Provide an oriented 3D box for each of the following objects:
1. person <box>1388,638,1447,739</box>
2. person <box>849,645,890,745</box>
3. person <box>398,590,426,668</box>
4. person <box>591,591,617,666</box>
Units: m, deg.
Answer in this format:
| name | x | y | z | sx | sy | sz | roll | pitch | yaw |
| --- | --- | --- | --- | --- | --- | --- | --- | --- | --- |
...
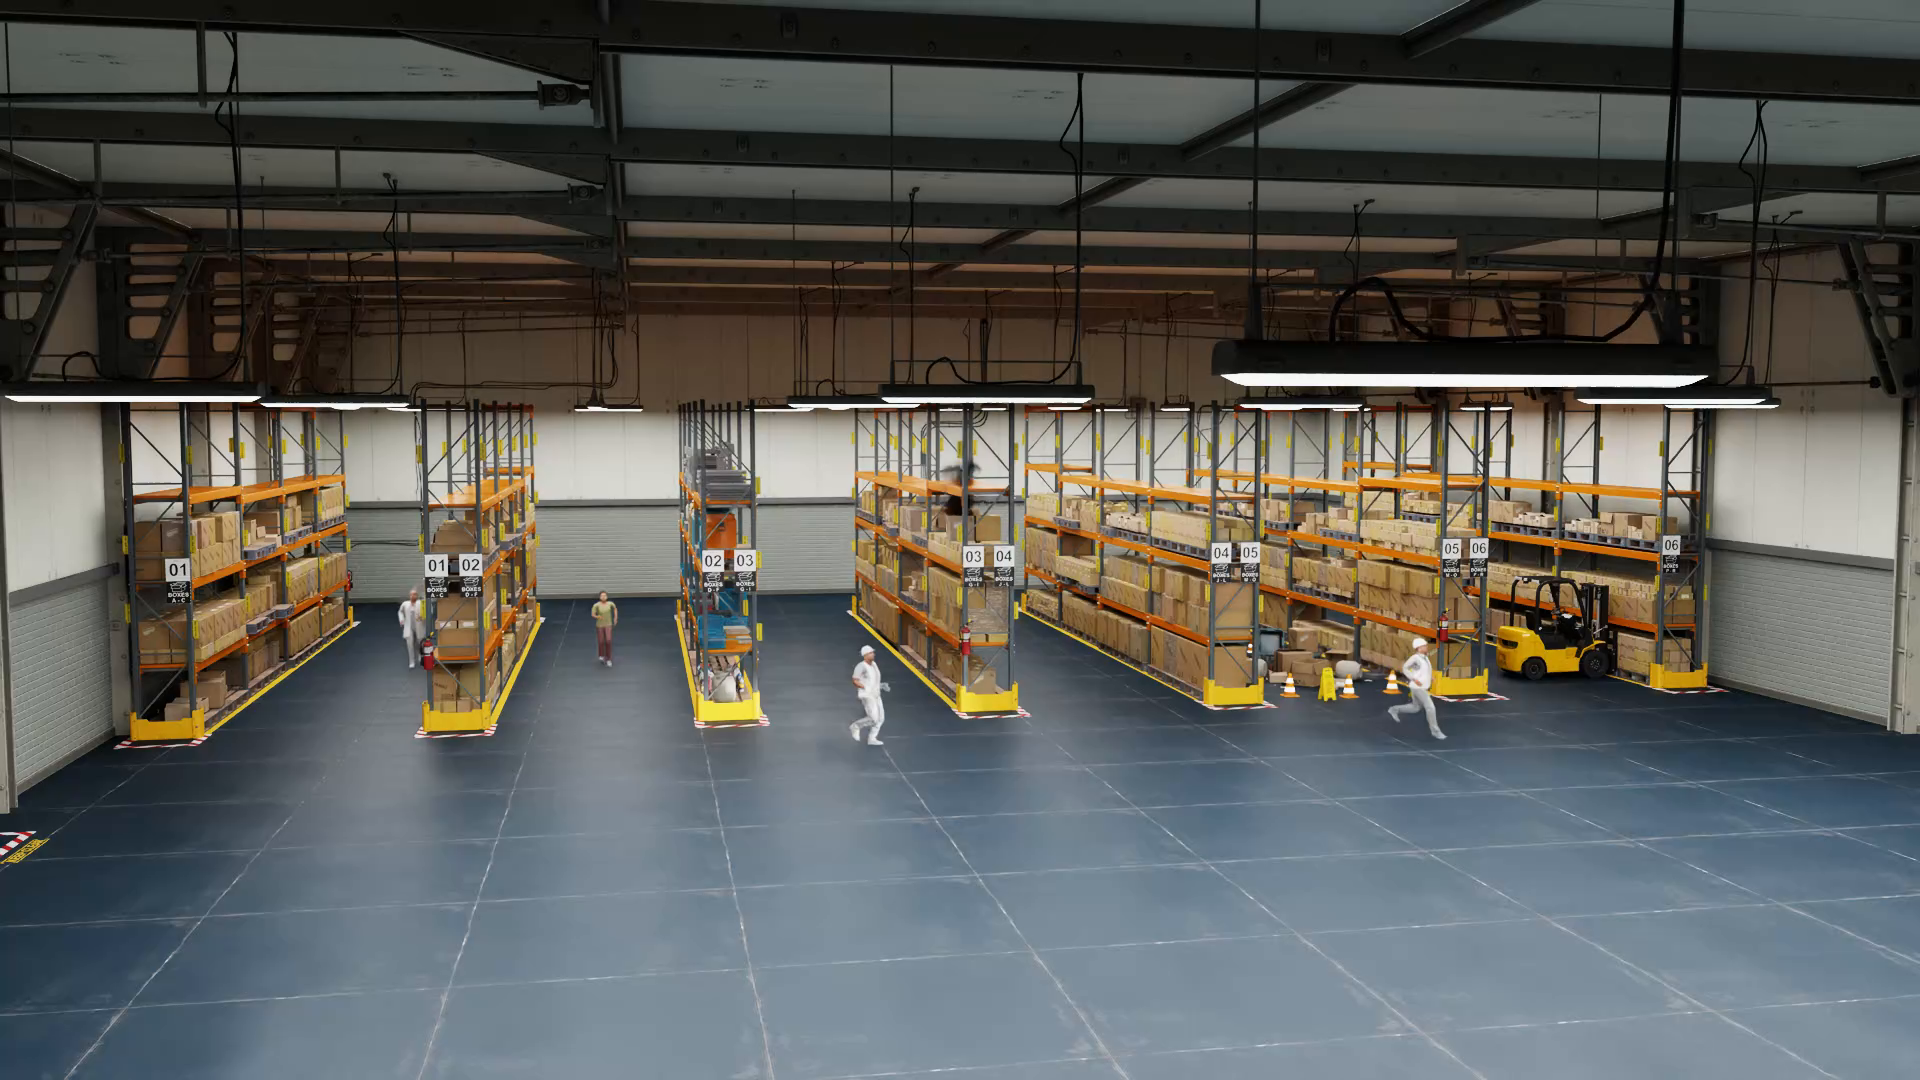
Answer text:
| name | x | y | z | sx | sy | sz | roll | pitch | yaw |
| --- | --- | --- | --- | --- | --- | --- | --- | --- | --- |
| person | 8.174 | 2.625 | 29.663 | 1.103 | 1.770 | 0.629 | 2 | 5 | 29 |
| person | -1.585 | 2.687 | 28.756 | 0.624 | 1.731 | 0.680 | 2 | 5 | 24 |
| person | -12.394 | 2.004 | 37.731 | 0.719 | 1.744 | 0.897 | -1 | 4 | -11 |
| person | -8.155 | 2.026 | 38.124 | 0.594 | 1.743 | 0.729 | -1 | 4 | -15 |
